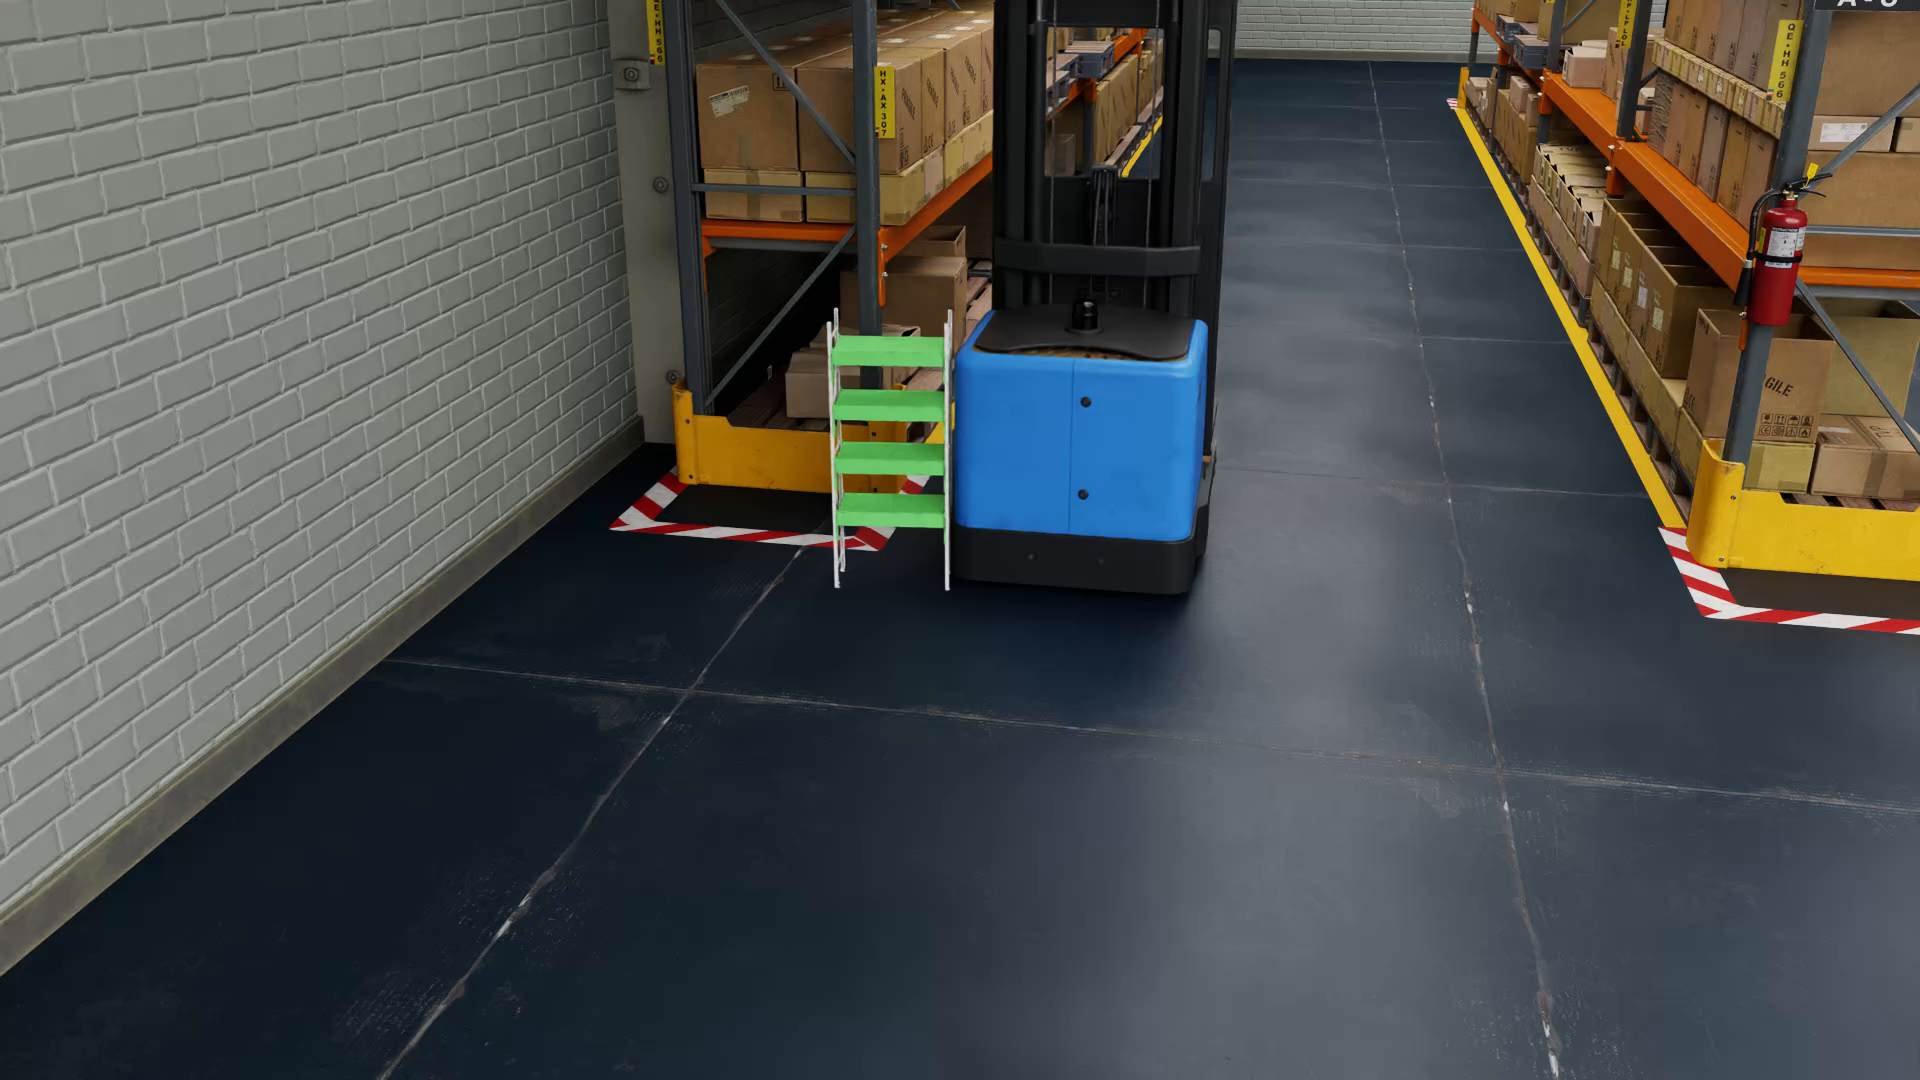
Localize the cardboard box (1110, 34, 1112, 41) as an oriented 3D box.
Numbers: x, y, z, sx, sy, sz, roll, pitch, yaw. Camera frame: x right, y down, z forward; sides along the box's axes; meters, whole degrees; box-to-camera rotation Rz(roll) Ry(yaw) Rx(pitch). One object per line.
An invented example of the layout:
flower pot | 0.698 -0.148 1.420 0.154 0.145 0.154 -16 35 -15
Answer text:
cardboard box | 1.344 -5.160 16.961 0.380 0.149 0.250 5 22 11

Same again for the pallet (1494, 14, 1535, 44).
pallet | 6.144 -5.317 17.296 1.003 0.211 1.213 4 22 11

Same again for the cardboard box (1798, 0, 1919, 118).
cardboard box | 4.084 -2.138 7.277 0.700 0.500 0.500 5 22 11

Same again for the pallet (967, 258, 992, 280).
pallet | 0.089 -2.131 12.863 1.003 0.211 1.213 4 22 11

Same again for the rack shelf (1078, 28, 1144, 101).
rack shelf | 1.156 -5.001 17.218 1.077 0.370 4.000 4 22 11

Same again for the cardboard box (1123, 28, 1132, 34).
cardboard box | 1.650 -5.527 17.871 0.380 0.149 0.250 4 22 11

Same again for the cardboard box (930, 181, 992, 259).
cardboard box | 0.065 -2.455 12.691 0.700 0.500 0.500 5 23 13

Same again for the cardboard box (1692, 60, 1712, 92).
cardboard box | 4.278 -2.556 9.183 0.380 0.149 0.250 4 22 9

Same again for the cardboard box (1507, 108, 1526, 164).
cardboard box | 5.766 -4.013 16.559 0.500 0.500 0.500 4 22 9

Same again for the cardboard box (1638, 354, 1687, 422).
cardboard box | 3.976 -0.806 8.957 0.500 0.250 0.500 4 22 11

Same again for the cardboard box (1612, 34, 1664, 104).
cardboard box | 5.164 -3.466 12.310 0.500 0.500 0.500 4 22 11

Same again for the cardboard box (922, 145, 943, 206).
cardboard box | -0.382 -1.962 8.884 0.500 0.250 0.500 4 22 9

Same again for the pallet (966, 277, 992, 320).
pallet | -0.171 -1.598 11.539 1.003 0.211 1.213 4 22 11

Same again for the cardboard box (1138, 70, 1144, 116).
cardboard box | 1.817 -5.367 19.948 0.700 0.500 0.500 5 22 12

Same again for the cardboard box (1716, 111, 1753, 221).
cardboard box | 4.283 -1.891 8.399 0.700 0.500 0.500 5 22 11

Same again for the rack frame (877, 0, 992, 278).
rack frame | -0.069 -3.140 11.635 1.000 3.000 0.127 4 22 11

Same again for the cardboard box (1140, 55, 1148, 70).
cardboard box | 2.065 -5.779 20.103 0.380 0.149 0.250 5 23 13

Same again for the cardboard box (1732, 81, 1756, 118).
cardboard box | 4.068 -2.180 8.248 0.380 0.149 0.250 5 23 13

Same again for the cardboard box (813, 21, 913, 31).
cardboard box | -0.585 -2.901 10.211 0.500 0.500 0.500 5 22 12

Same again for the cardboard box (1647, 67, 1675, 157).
cardboard box | 4.697 -2.647 10.278 0.700 0.500 0.500 4 22 10

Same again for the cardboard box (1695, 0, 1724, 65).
cardboard box | 4.493 -2.881 9.122 0.700 0.500 0.500 4 22 11

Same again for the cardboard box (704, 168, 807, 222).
cardboard box | -0.979 -1.803 8.488 0.500 0.250 0.500 5 22 12

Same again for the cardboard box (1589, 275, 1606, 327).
cardboard box | 4.390 -1.537 10.772 0.500 0.250 0.500 4 22 11

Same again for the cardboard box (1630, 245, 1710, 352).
cardboard box | 4.077 -1.336 9.271 0.500 0.500 0.500 4 22 11

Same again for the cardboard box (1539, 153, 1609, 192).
cardboard box | 5.105 -3.044 13.765 0.500 0.311 0.500 4 22 10

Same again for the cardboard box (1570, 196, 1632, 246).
cardboard box | 4.684 -2.304 11.927 0.500 0.311 0.500 5 22 12

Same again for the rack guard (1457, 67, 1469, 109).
rack guard | 7.215 -5.965 21.996 1.175 0.500 0.348 4 22 11

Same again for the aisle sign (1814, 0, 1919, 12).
aisle sign | 3.664 -2.505 6.579 0.394 0.787 0.004 4 22 11

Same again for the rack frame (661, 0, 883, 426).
rack frame | -0.885 -1.677 8.003 1.000 3.000 0.127 4 22 11

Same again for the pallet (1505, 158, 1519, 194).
pallet | 6.038 -3.648 16.629 1.003 0.211 1.213 4 22 11

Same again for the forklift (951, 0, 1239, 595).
forklift | 0.740 -1.645 8.014 1.130 2.935 3.031 4 22 10

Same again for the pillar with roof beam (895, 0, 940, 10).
pillar with roof beam | 3.850 -6.648 12.315 9.100 9.000 0.400 4 22 11

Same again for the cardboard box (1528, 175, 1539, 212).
cardboard box | 5.203 -2.977 14.348 0.500 0.250 0.500 4 22 11

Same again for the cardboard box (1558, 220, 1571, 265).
cardboard box | 4.791 -2.229 12.491 0.500 0.250 0.500 5 22 12

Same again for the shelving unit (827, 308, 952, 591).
shelving unit | -0.293 -0.384 7.200 0.503 1.200 0.258 1 22 3

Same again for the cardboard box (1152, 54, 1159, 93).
cardboard box | 2.233 -6.117 21.811 0.700 0.500 0.500 4 22 11

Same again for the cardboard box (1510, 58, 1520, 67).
cardboard box | 7.360 -5.979 21.442 0.500 0.500 0.500 4 22 11

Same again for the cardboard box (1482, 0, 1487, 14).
cardboard box | 6.676 -6.684 20.301 0.500 0.500 0.500 4 22 11

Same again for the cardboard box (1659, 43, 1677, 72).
cardboard box | 4.486 -2.936 10.126 0.380 0.149 0.250 5 22 12

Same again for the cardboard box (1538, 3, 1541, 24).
cardboard box | 6.114 -5.280 16.252 0.700 0.500 0.500 -1 22 -3

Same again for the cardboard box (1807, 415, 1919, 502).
cardboard box | 4.293 -0.399 7.948 0.500 0.250 0.500 4 22 11

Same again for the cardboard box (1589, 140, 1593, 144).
cardboard box | 5.970 -3.416 15.077 0.500 0.500 0.500 5 23 13

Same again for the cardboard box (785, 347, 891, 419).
cardboard box | -0.656 -0.880 9.034 0.500 0.311 0.500 2 22 5

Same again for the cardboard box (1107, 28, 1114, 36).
cardboard box | 1.213 -5.145 16.056 0.500 0.500 0.500 5 23 13

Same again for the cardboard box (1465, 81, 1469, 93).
cardboard box | 6.808 -5.907 21.733 0.380 0.149 0.250 4 22 11

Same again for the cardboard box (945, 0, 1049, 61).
cardboard box | 0.293 -4.021 13.100 0.700 0.500 0.500 8 23 18

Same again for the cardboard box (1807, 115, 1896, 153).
cardboard box | 3.857 -1.802 7.312 0.380 0.149 0.250 4 22 10

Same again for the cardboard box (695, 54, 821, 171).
cardboard box | -0.997 -2.153 8.355 0.500 0.500 0.500 4 22 10

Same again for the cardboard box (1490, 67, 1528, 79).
cardboard box | 6.792 -5.423 20.057 0.797 0.503 0.637 4 22 11

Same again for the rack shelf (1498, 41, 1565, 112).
rack shelf | 6.006 -4.624 16.284 1.077 0.370 4.000 4 22 11

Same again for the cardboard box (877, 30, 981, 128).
cardboard box | -0.177 -2.675 9.649 0.500 0.500 0.500 5 23 13

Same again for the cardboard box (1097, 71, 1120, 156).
cardboard box | 1.211 -4.379 17.028 0.750 0.750 0.750 4 22 11

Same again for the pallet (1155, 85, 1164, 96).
pallet | 2.293 -5.937 22.312 1.003 0.211 1.213 4 22 11

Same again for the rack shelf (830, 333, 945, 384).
rack shelf | -0.293 -0.770 7.045 0.480 0.148 0.258 1 22 3

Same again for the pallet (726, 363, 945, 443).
pallet | -0.669 -0.706 9.324 1.003 0.211 1.213 4 22 11

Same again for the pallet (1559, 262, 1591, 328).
pallet | 4.894 -1.743 11.898 1.003 0.211 1.213 4 22 11
